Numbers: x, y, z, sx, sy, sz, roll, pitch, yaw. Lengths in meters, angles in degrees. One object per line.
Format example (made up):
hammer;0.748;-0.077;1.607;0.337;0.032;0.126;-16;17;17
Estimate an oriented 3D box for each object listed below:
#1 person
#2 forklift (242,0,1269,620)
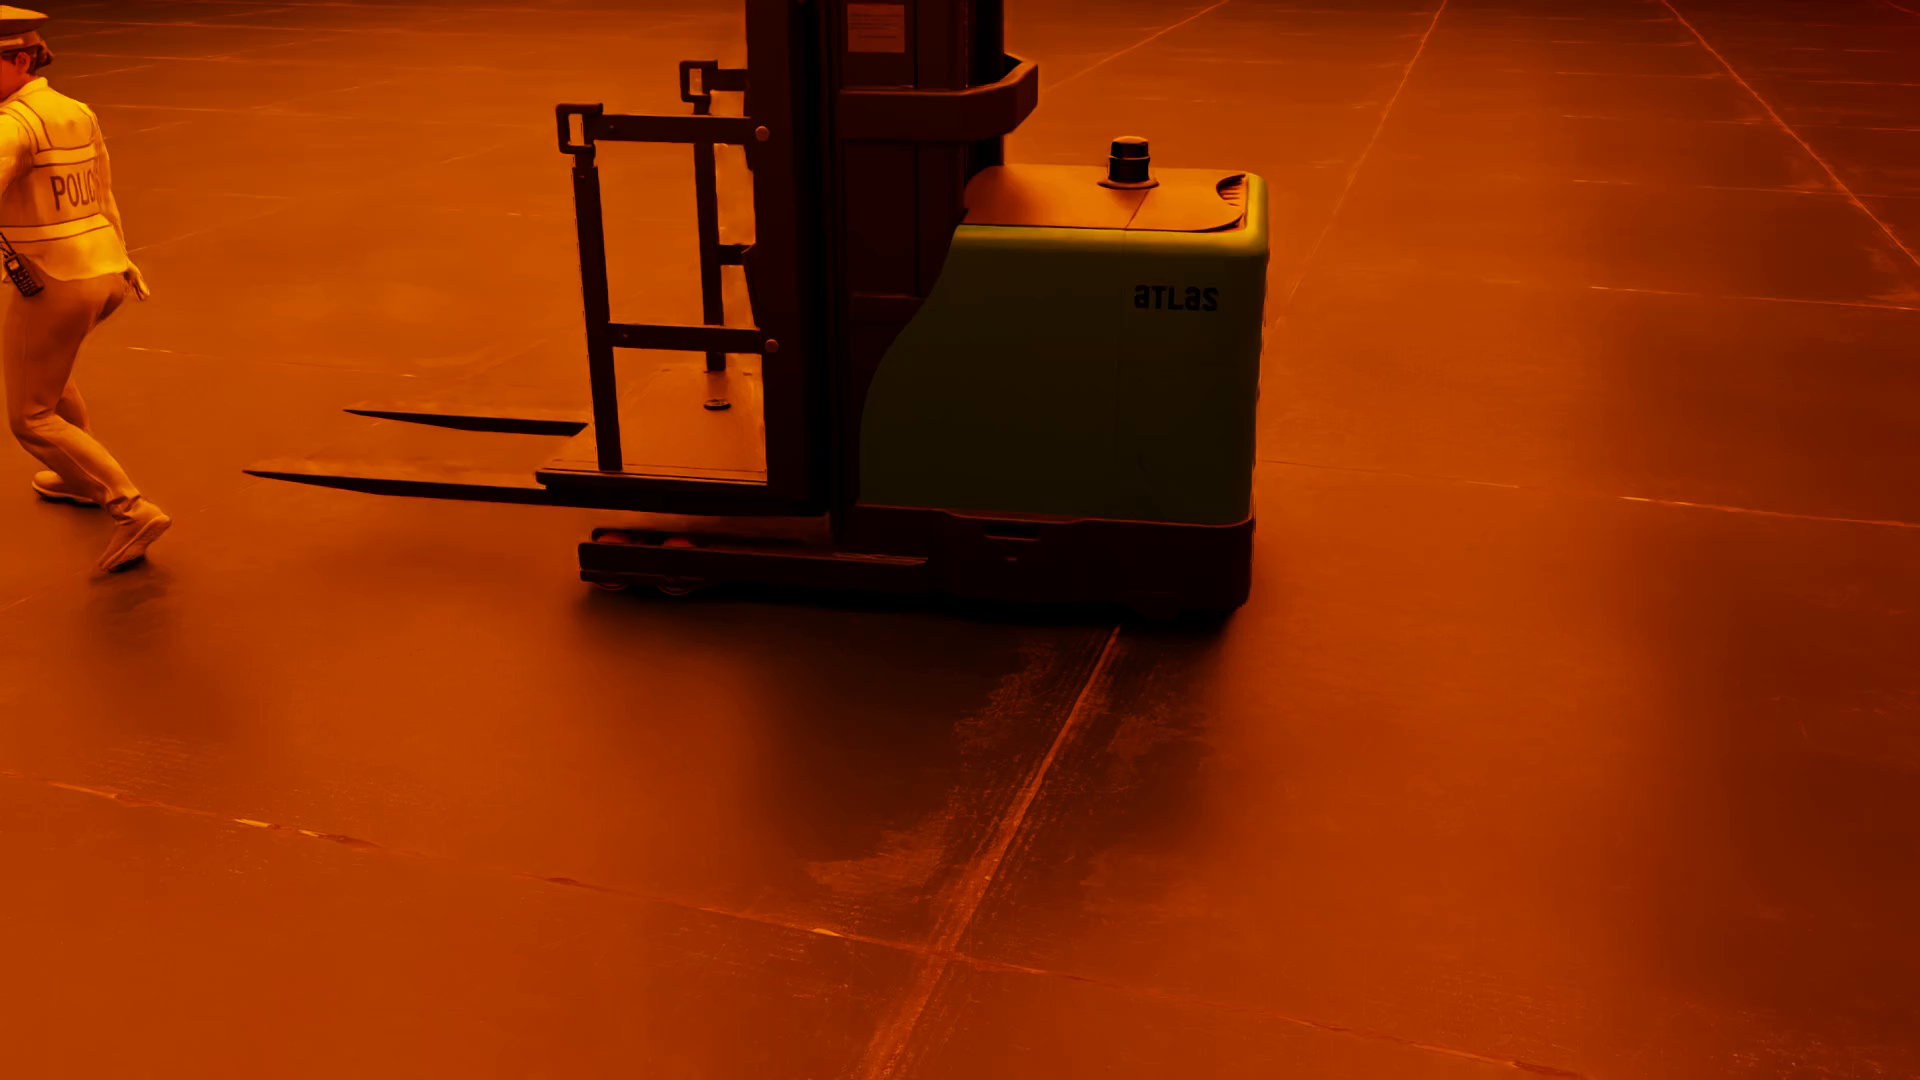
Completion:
person;-2.700;-0.748;4.981;0.701;1.623;0.772;0;22;1
forklift;-0.635;-1.389;4.644;3.031;2.935;1.130;4;23;9
